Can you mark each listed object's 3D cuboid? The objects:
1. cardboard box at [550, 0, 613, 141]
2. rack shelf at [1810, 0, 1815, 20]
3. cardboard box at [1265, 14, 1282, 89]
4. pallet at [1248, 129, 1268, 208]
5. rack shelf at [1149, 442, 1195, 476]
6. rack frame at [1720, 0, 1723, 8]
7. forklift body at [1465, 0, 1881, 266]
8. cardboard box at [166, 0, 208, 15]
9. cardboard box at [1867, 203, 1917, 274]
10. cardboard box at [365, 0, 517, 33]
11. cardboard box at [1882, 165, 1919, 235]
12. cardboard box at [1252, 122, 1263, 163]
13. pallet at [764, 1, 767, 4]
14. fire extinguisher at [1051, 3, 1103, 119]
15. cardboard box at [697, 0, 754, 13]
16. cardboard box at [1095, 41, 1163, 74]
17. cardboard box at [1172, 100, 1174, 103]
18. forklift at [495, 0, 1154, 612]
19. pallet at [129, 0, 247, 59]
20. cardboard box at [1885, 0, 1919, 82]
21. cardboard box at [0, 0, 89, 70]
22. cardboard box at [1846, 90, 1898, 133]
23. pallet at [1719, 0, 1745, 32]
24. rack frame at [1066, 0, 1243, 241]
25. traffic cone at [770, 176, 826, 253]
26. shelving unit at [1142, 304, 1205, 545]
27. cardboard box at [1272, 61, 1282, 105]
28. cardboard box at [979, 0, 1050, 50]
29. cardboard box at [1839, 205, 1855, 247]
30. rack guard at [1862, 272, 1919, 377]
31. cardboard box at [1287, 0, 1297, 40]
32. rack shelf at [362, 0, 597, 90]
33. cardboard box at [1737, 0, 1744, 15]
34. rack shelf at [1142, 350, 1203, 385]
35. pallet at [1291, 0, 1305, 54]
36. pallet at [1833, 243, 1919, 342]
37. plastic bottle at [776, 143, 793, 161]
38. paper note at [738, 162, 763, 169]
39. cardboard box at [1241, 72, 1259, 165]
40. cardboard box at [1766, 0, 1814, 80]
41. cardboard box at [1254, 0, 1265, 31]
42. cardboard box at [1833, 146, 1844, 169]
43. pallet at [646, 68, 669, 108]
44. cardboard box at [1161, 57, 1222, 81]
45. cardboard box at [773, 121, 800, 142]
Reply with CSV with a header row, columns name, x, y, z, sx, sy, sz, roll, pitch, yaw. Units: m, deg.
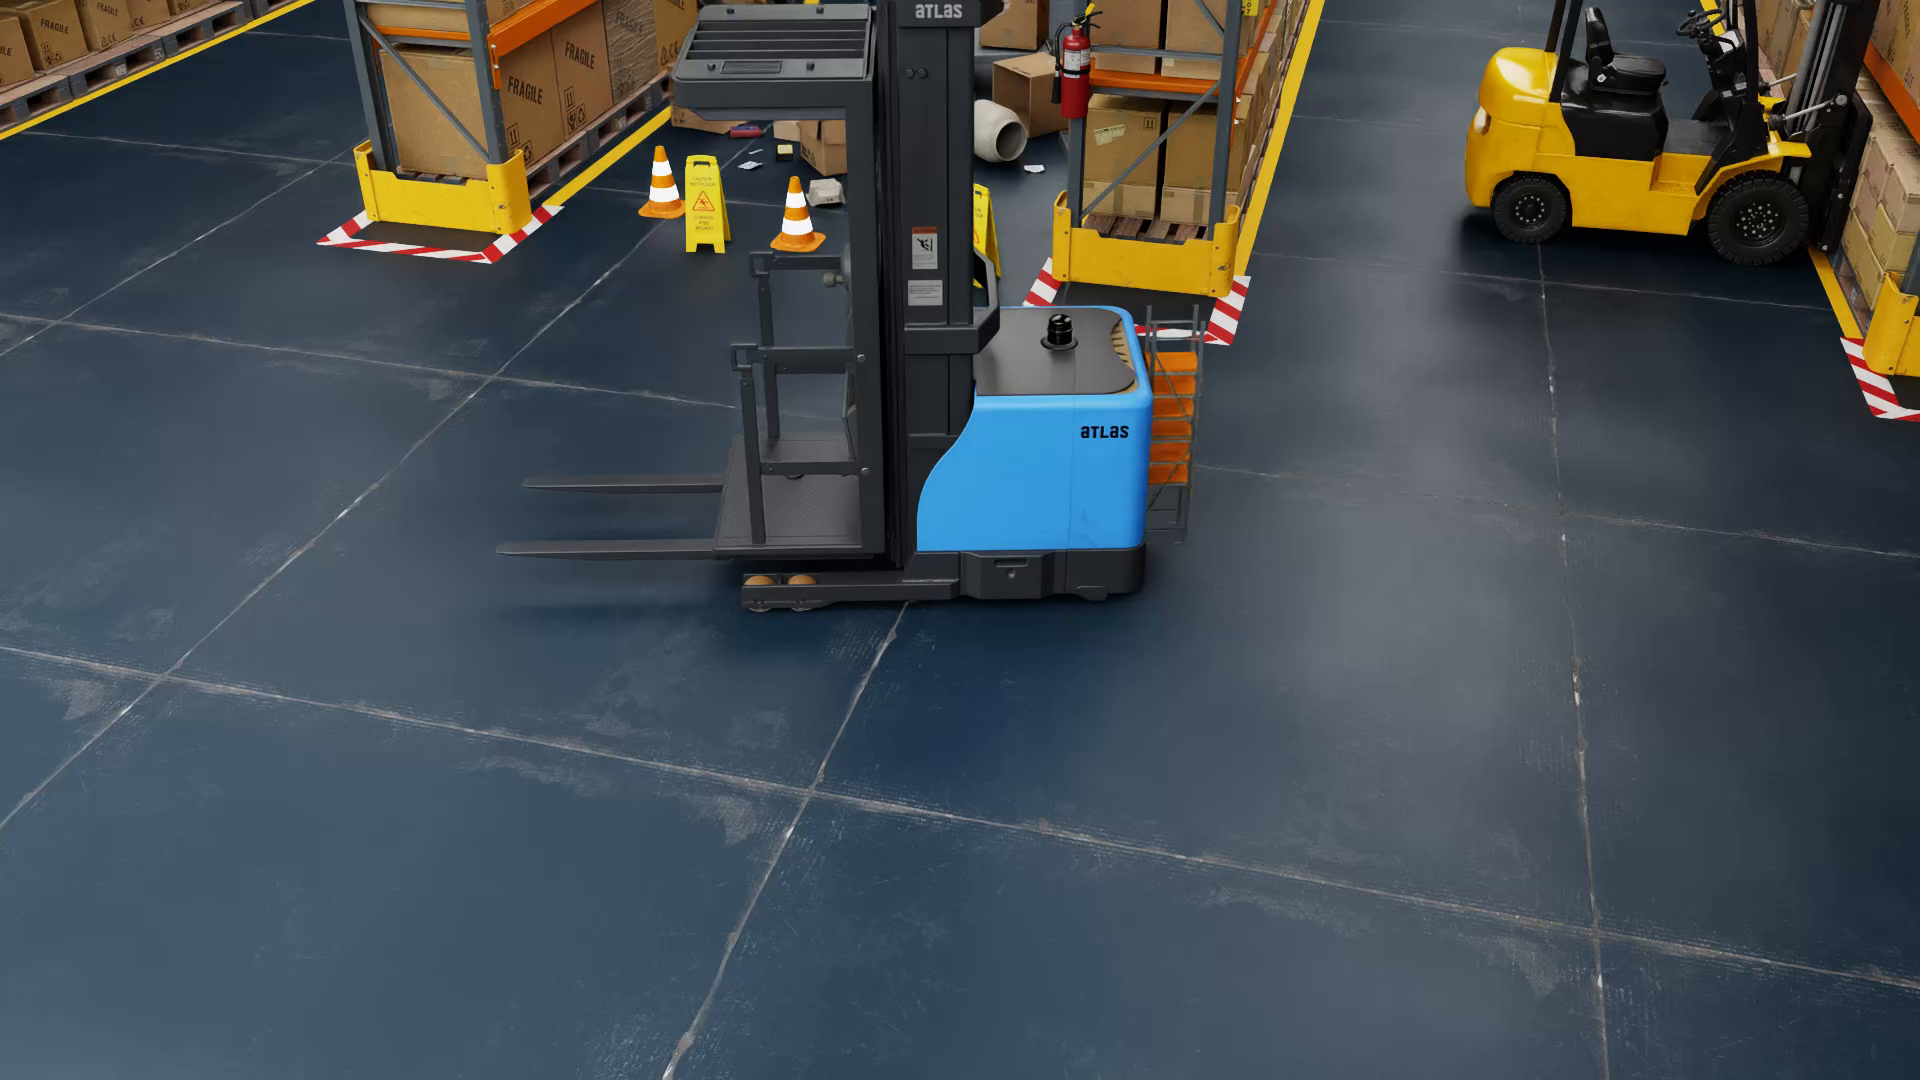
name,x,y,z,sx,sy,sz,roll,pitch,yaw
cardboard box,-3.303,-3.668,12.813,0.875,0.875,0.875,8,33,12
rack shelf,7.506,-5.085,14.123,1.077,0.370,4.000,8,33,12
cardboard box,2.178,-3.750,12.825,0.500,0.500,0.500,9,33,13
pallet,1.753,-2.859,12.550,1.003,0.211,1.213,8,33,12
rack shelf,0.995,-0.397,8.063,0.258,0.103,0.180,-2,32,-2
rack frame,8.014,-6.426,15.562,1.000,3.000,0.127,8,33,12
forklift body,4.700,-3.149,11.198,2.313,2.155,1.214,8,33,12
cardboard box,-7.529,-5.294,15.719,0.500,0.500,0.500,7,33,11
cardboard box,5.805,-1.798,9.987,0.500,0.250,0.500,8,33,12
cardboard box,-3.582,-3.832,11.342,0.875,0.550,0.550,8,33,12
cardboard box,5.799,-1.995,9.831,0.500,0.250,0.500,9,34,14
cardboard box,1.917,-2.895,12.179,0.500,0.250,0.500,10,34,16
pallet,-2.494,-4.880,15.729,1.003,0.211,1.213,8,33,12
fire extinguisher,0.707,-2.919,10.118,0.296,0.674,0.183,8,33,12
cardboard box,-2.547,-5.208,15.352,1.050,0.750,0.750,8,33,12
cardboard box,1.069,-3.066,10.510,0.380,0.149,0.250,9,34,14
cardboard box,1.262,-3.004,11.652,0.500,0.500,0.500,9,34,14
forklift,-0.661,-1.192,7.393,3.031,2.935,1.130,-1,32,-1
pallet,-7.525,-4.843,15.672,1.003,0.211,1.213,8,33,12
cardboard box,6.125,-3.142,10.303,0.500,0.500,0.500,7,33,11
cardboard box,-7.934,-4.379,14.281,0.500,0.500,0.500,11,34,17
cardboard box,6.177,-2.786,11.076,0.500,0.250,0.500,7,33,11
pallet,7.767,-4.827,15.647,1.003,0.211,1.213,8,33,12
rack frame,1.181,-2.948,10.092,1.000,3.000,0.127,8,33,12
traffic cone,-1.117,-2.251,11.360,0.336,0.463,0.334,8,33,12
shelving unit,0.995,-0.536,7.975,0.258,1.200,0.189,-2,32,-2
cardboard box,2.306,-3.698,13.442,0.500,0.250,0.500,10,34,15
cardboard box,0.467,-4.516,14.181,0.500,0.500,0.500,8,33,12
cardboard box,6.068,-2.093,10.919,0.500,0.250,0.500,8,33,13
rack guard,5.977,-1.207,9.683,1.175,0.500,0.348,8,33,12
cardboard box,2.506,-4.738,14.966,0.950,0.372,0.625,10,34,15
rack shelf,-3.125,-4.304,12.895,1.077,0.370,4.000,8,33,12
cardboard box,7.842,-5.279,15.580,0.875,0.625,0.625,9,34,14
rack shelf,0.995,-0.803,7.806,0.258,0.103,0.180,-2,32,-2
pallet,2.700,-4.887,15.740,1.003,0.211,1.213,8,33,12
pallet,6.137,-1.500,10.413,1.003,0.211,1.213,8,33,12
plastic bottle,-1.366,-3.028,12.956,0.133,0.061,0.283,-3,33,-4
paper note,-1.603,-2.877,12.749,0.144,0.017,0.142,20,38,29
cardboard box,1.787,-2.947,11.562,0.500,0.500,0.500,7,33,11
cardboard box,7.324,-4.199,13.882,0.875,0.625,0.625,8,33,12
cardboard box,1.698,-3.593,10.736,0.500,0.500,0.500,9,34,14
cardboard box,6.183,-2.586,11.228,0.500,0.250,0.500,8,33,12
pallet,-2.886,-4.085,14.479,1.003,0.211,1.213,8,33,12
cardboard box,1.468,-2.991,10.392,0.380,0.149,0.250,8,33,13
cardboard box,-1.272,-3.349,13.271,0.396,0.266,0.258,14,35,21
